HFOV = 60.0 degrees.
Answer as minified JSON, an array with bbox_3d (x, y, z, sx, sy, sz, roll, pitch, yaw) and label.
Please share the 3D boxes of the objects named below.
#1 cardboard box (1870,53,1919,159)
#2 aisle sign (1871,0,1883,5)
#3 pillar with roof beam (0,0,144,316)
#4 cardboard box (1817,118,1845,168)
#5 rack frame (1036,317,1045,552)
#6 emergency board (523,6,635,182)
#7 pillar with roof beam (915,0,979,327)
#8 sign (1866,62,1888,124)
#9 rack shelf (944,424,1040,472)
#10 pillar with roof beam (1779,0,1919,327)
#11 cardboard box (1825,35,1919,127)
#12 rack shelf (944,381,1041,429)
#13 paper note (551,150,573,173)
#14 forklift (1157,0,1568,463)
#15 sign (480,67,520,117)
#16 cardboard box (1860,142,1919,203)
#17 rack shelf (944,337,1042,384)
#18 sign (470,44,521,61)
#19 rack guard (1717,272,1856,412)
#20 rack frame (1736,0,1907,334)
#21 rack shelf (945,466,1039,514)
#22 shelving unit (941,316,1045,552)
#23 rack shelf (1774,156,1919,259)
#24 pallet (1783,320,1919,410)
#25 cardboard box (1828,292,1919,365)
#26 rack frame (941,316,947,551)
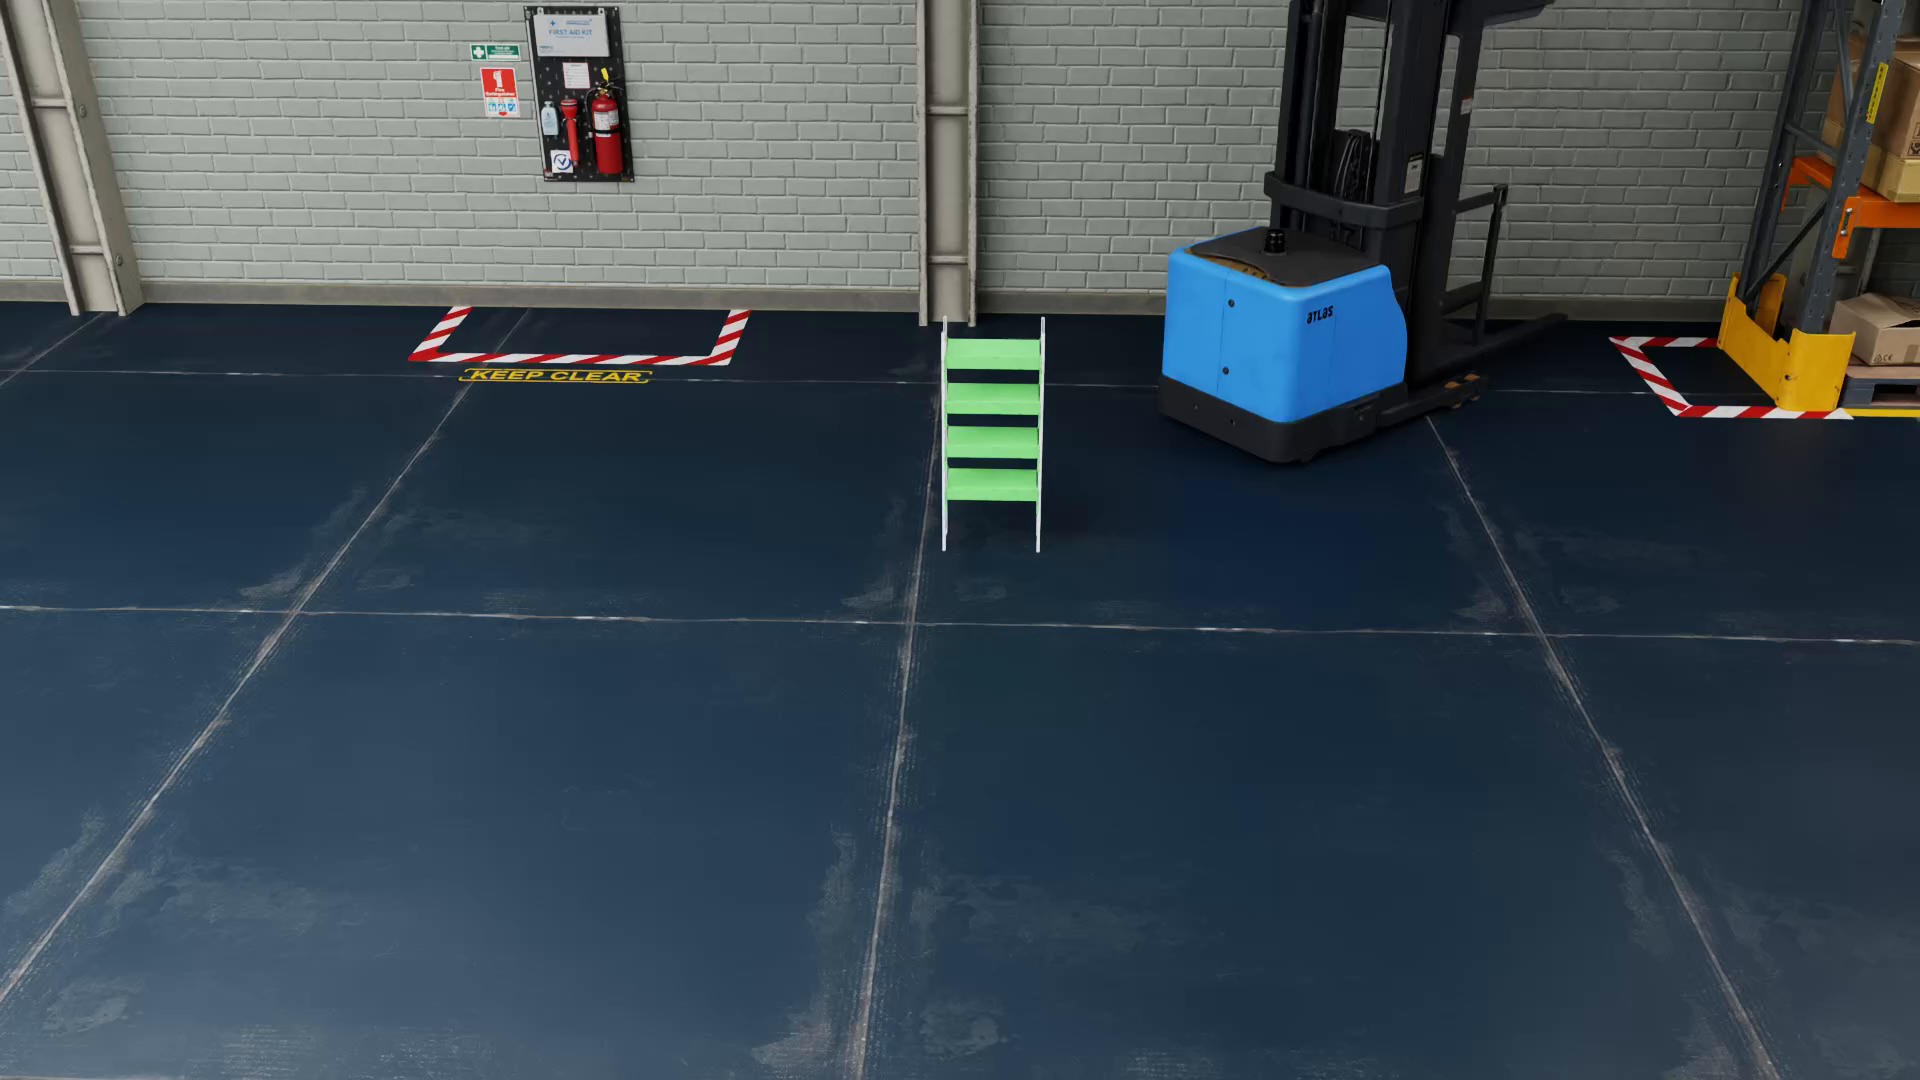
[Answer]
[{"bbox_3d":[5.653,-2.516,9.632,0.500,0.500,0.500,1,28,2],"label":"cardboard box"},{"bbox_3d":[5.104,-3.400,9.186,0.004,0.787,0.394,1,28,2],"label":"aisle sign"},{"bbox_3d":[-6.228,-3.618,5.967,0.400,9.000,9.100,1,28,2],"label":"pillar with roof beam"},{"bbox_3d":[5.661,-2.416,10.245,0.500,0.250,0.500,1,28,3],"label":"cardboard box"},{"bbox_3d":[0.409,-0.523,8.456,0.015,1.200,0.240,1,28,2],"label":"rack frame"},{"bbox_3d":[-2.548,-2.942,11.097,0.643,1.169,0.194,1,28,2],"label":"emergency board"},{"bbox_3d":[-0.231,-3.519,5.780,0.400,9.000,9.100,1,28,2],"label":"pillar with roof beam"},{"bbox_3d":[5.168,-2.519,9.376,0.005,0.325,0.100,1,28,2],"label":"sign"},{"bbox_3d":[0.165,-0.471,8.494,0.480,0.148,0.258,1,28,2],"label":"rack shelf"},{"bbox_3d":[5.765,-3.420,5.593,0.400,9.000,9.100,1,28,2],"label":"pillar with roof beam"},{"bbox_3d":[5.665,-2.756,10.085,0.500,0.500,0.500,1,28,1],"label":"cardboard box"},{"bbox_3d":[0.165,-0.683,8.381,0.480,0.148,0.258,1,28,2],"label":"rack shelf"},{"bbox_3d":[-2.722,-2.588,11.370,0.142,0.148,0.016,1,28,2],"label":"paper note"},{"bbox_3d":[2.668,-2.280,9.922,3.031,2.935,1.130,-20,34,-33],"label":"forklift"},{"bbox_3d":[-3.097,-3.015,11.197,0.234,0.329,0.001,1,28,2],"label":"sign"},{"bbox_3d":[5.663,-2.177,9.792,0.500,0.250,0.500,0,28,0],"label":"cardboard box"},{"bbox_3d":[0.165,-0.895,8.269,0.480,0.148,0.258,1,28,2],"label":"rack shelf"},{"bbox_3d":[-3.093,-3.245,11.065,0.331,0.109,0.001,1,28,2],"label":"sign"},{"bbox_3d":[5.263,-1.285,10.641,0.348,0.500,1.175,1,28,2],"label":"rack guard"},{"bbox_3d":[5.187,-2.391,10.058,0.127,3.000,1.000,1,28,2],"label":"rack frame"},{"bbox_3d":[0.165,-0.259,8.606,0.480,0.148,0.258,1,28,2],"label":"rack shelf"},{"bbox_3d":[0.165,-0.527,8.464,0.503,1.200,0.258,1,28,2],"label":"shelving unit"},{"bbox_3d":[7.185,-2.040,10.164,4.000,0.370,1.077,1,28,2],"label":"rack shelf"},{"bbox_3d":[6.073,-1.128,10.652,1.213,0.211,1.003,1,28,2],"label":"pallet"},{"bbox_3d":[5.875,-1.344,10.483,0.500,0.311,0.500,-2,28,-4],"label":"cardboard box"},{"bbox_3d":[-0.078,-0.531,8.471,0.015,1.200,0.240,1,28,2],"label":"rack frame"}]
